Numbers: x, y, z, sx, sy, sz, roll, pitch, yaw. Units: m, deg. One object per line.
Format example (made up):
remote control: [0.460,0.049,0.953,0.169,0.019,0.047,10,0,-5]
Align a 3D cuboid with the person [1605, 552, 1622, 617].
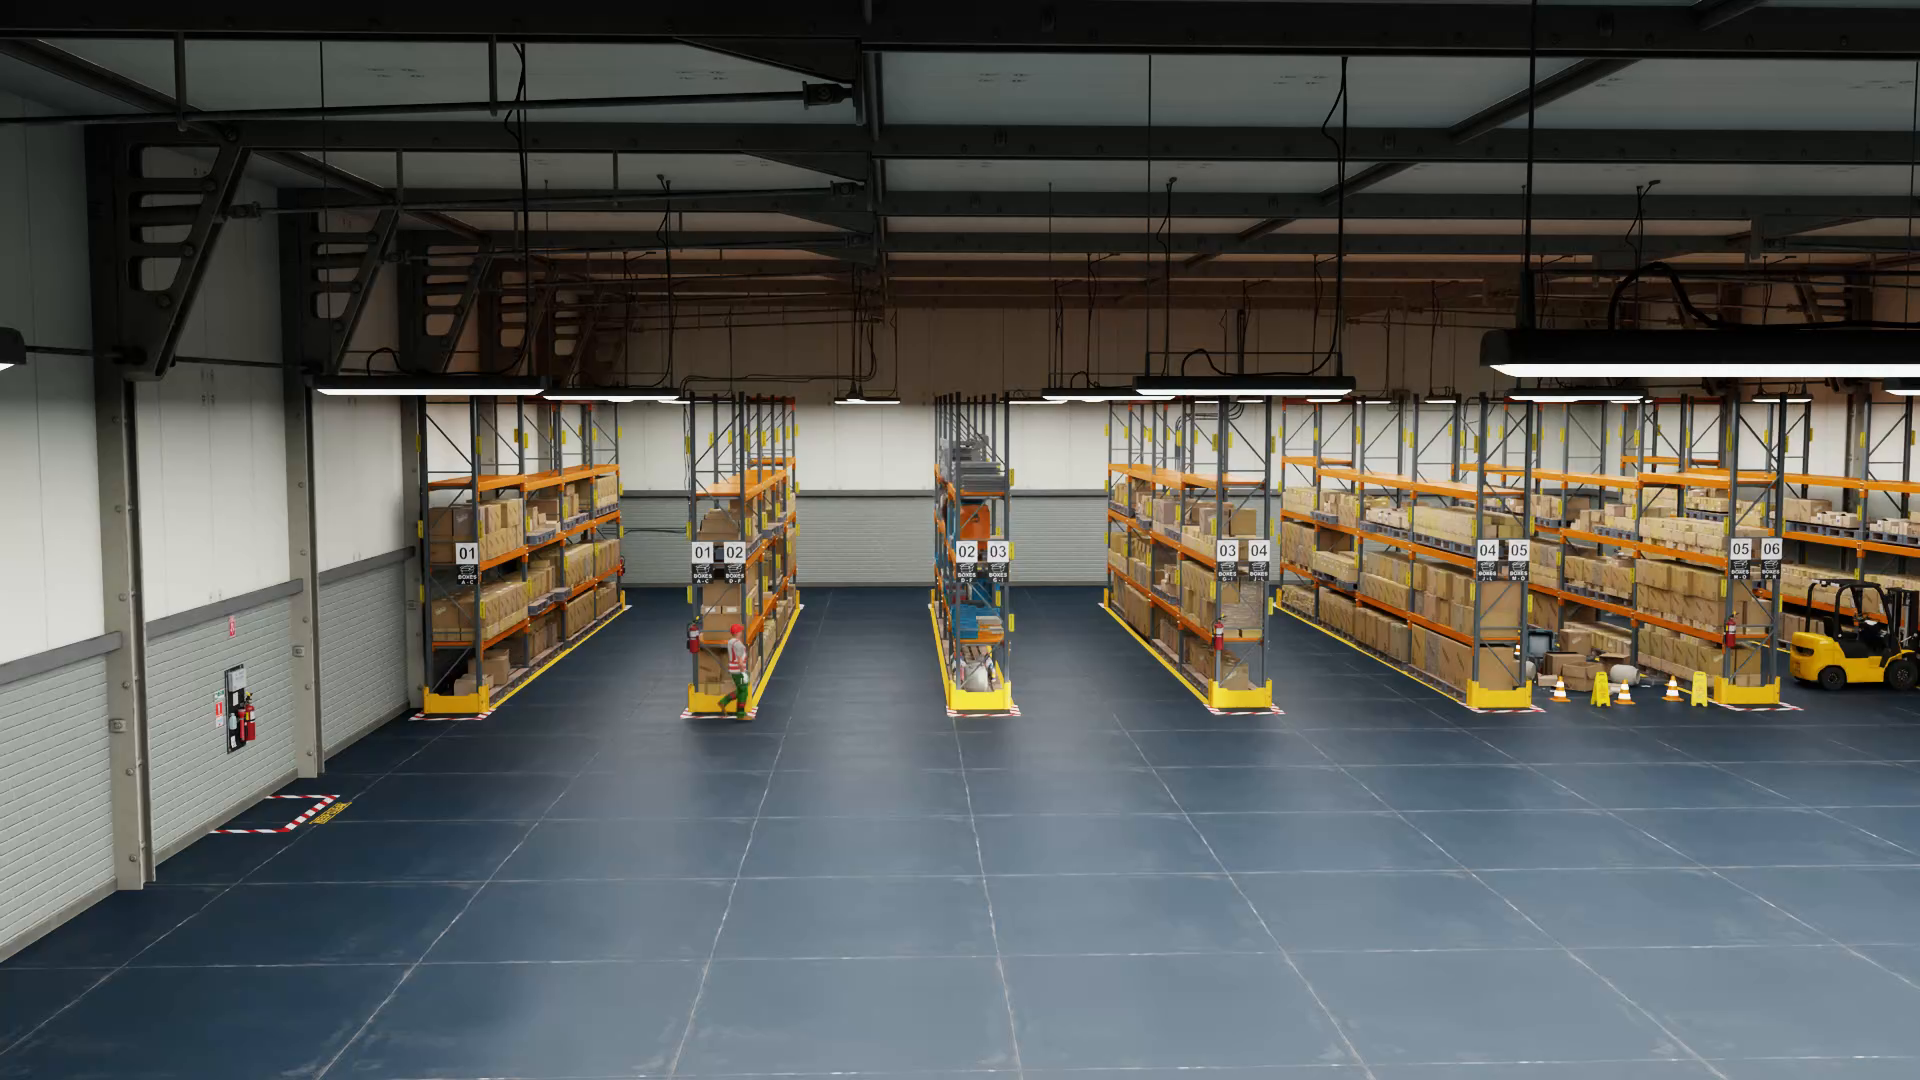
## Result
person: [17.853,1.216,45.301,0.509,1.782,0.621,1,5,15]

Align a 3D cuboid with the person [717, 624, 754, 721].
person: [-4.095,2.407,30.225,0.660,1.770,0.604,-1,5,-8]
